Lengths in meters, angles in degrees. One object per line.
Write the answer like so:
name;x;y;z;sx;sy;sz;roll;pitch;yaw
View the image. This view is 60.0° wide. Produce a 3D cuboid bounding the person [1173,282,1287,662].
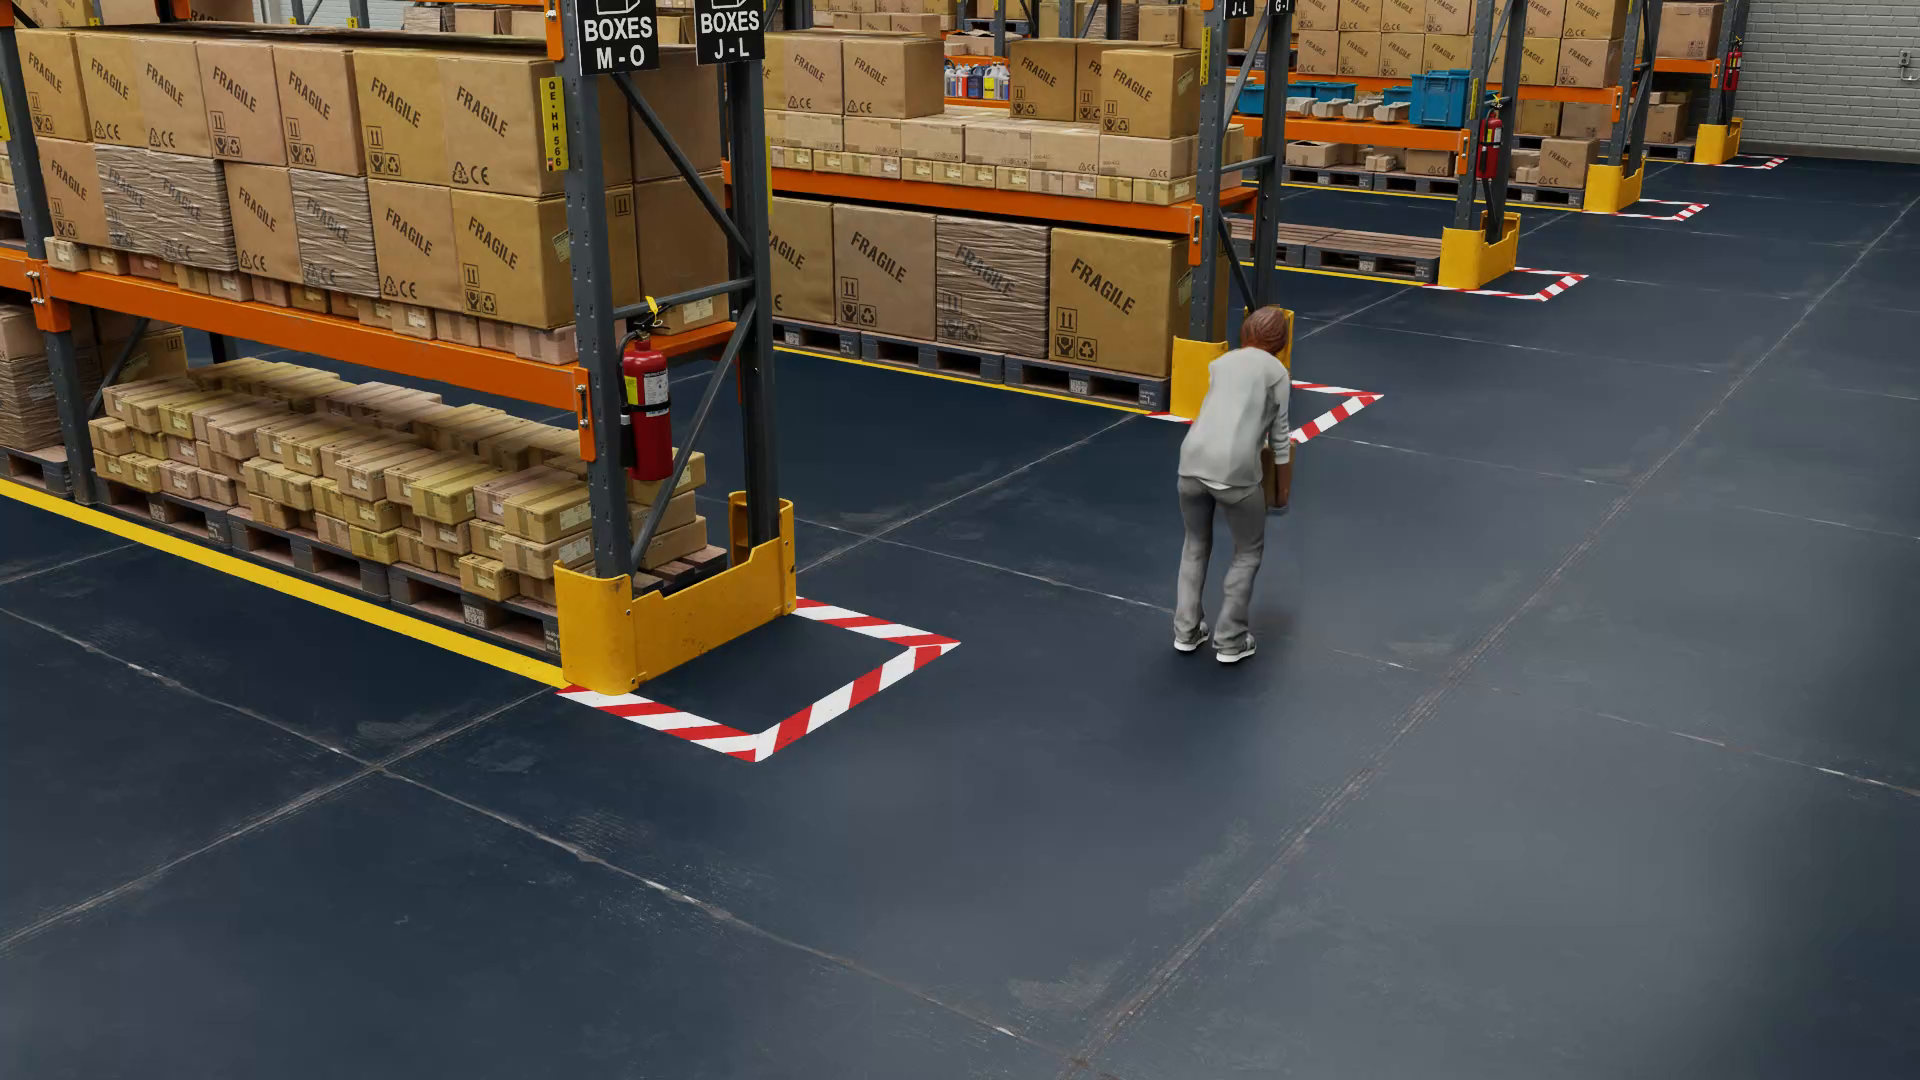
person;1.123;-0.277;6.910;0.372;1.560;0.533;13;24;31
